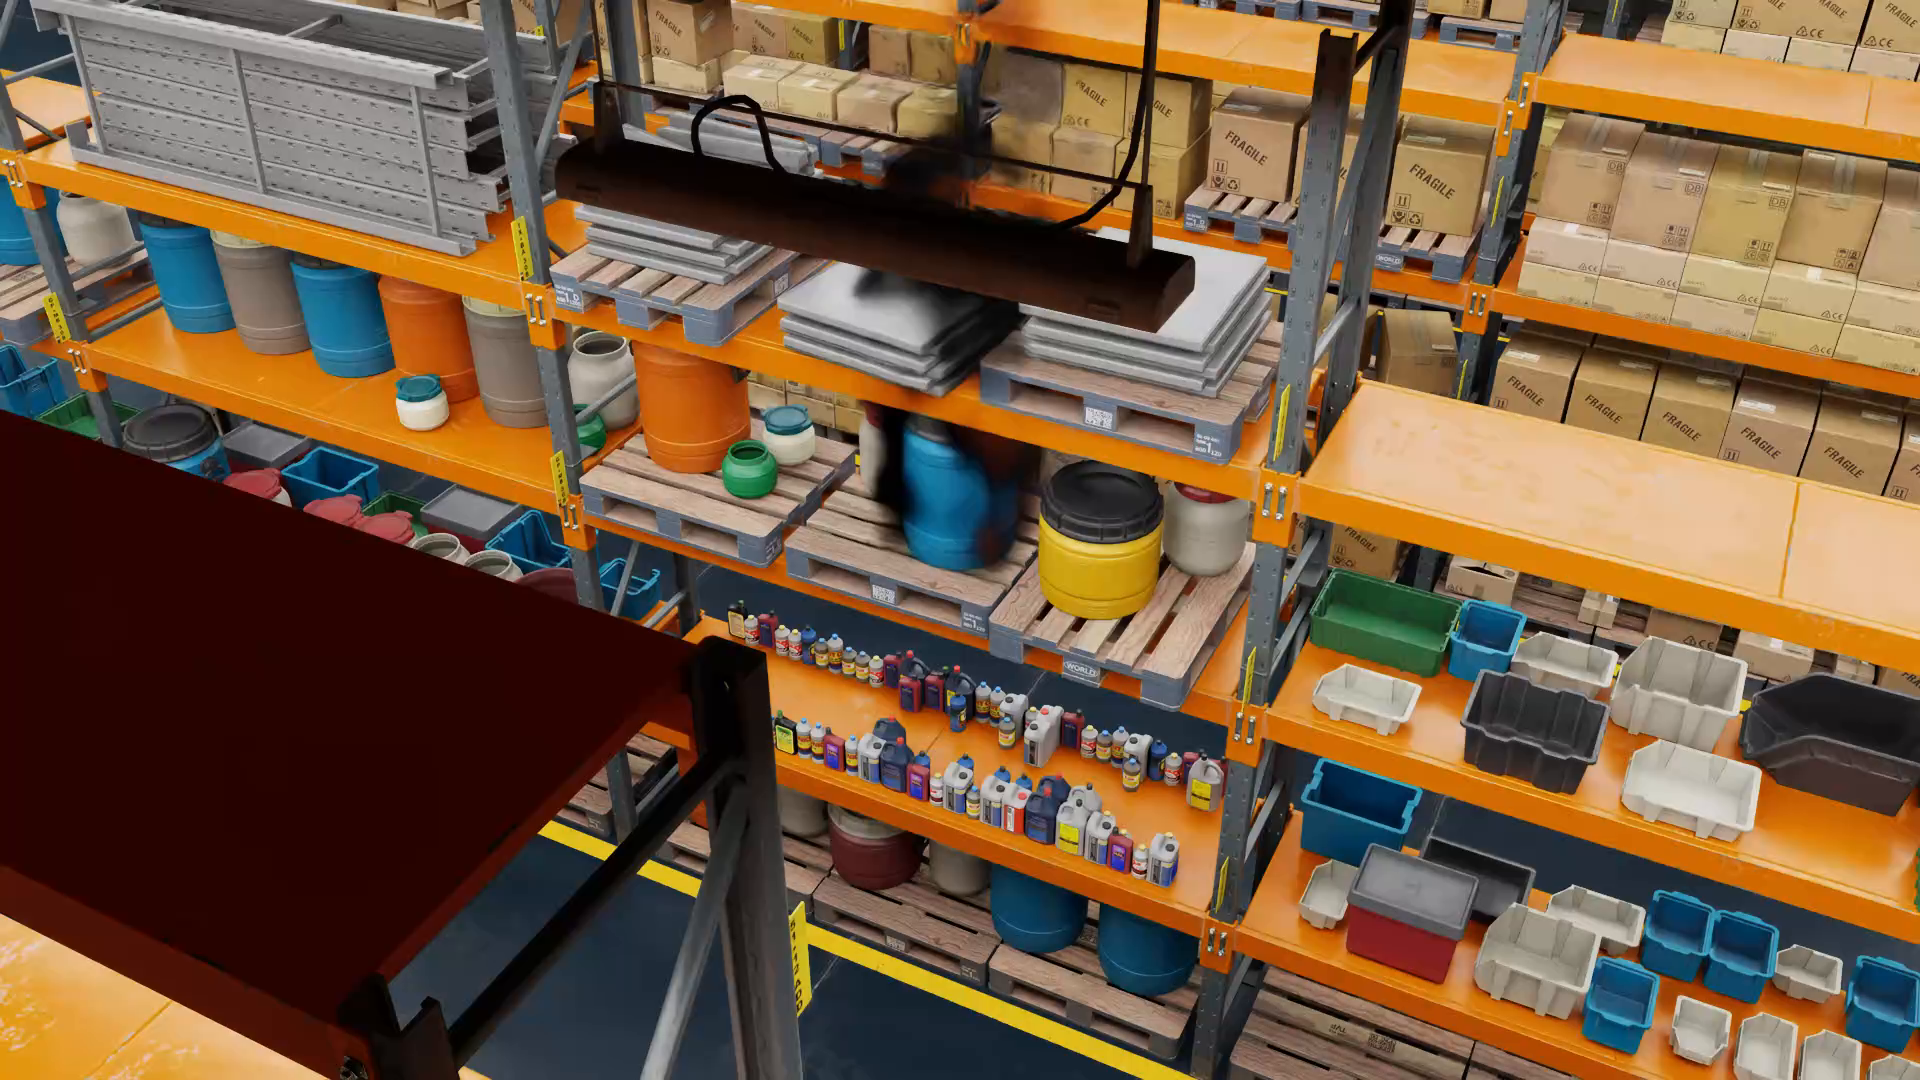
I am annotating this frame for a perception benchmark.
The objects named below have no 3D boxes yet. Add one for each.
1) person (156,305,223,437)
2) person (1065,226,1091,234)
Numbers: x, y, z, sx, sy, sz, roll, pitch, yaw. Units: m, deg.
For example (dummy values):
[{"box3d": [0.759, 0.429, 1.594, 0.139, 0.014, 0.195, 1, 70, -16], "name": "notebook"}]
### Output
[{"box3d": [-6.574, -1.311, 14.258, 0.785, 1.800, 0.633, 5, 35, 7], "name": "person"}, {"box3d": [1.189, -2.315, 15.727, 0.869, 1.691, 0.563, 10, 36, 14], "name": "person"}]
